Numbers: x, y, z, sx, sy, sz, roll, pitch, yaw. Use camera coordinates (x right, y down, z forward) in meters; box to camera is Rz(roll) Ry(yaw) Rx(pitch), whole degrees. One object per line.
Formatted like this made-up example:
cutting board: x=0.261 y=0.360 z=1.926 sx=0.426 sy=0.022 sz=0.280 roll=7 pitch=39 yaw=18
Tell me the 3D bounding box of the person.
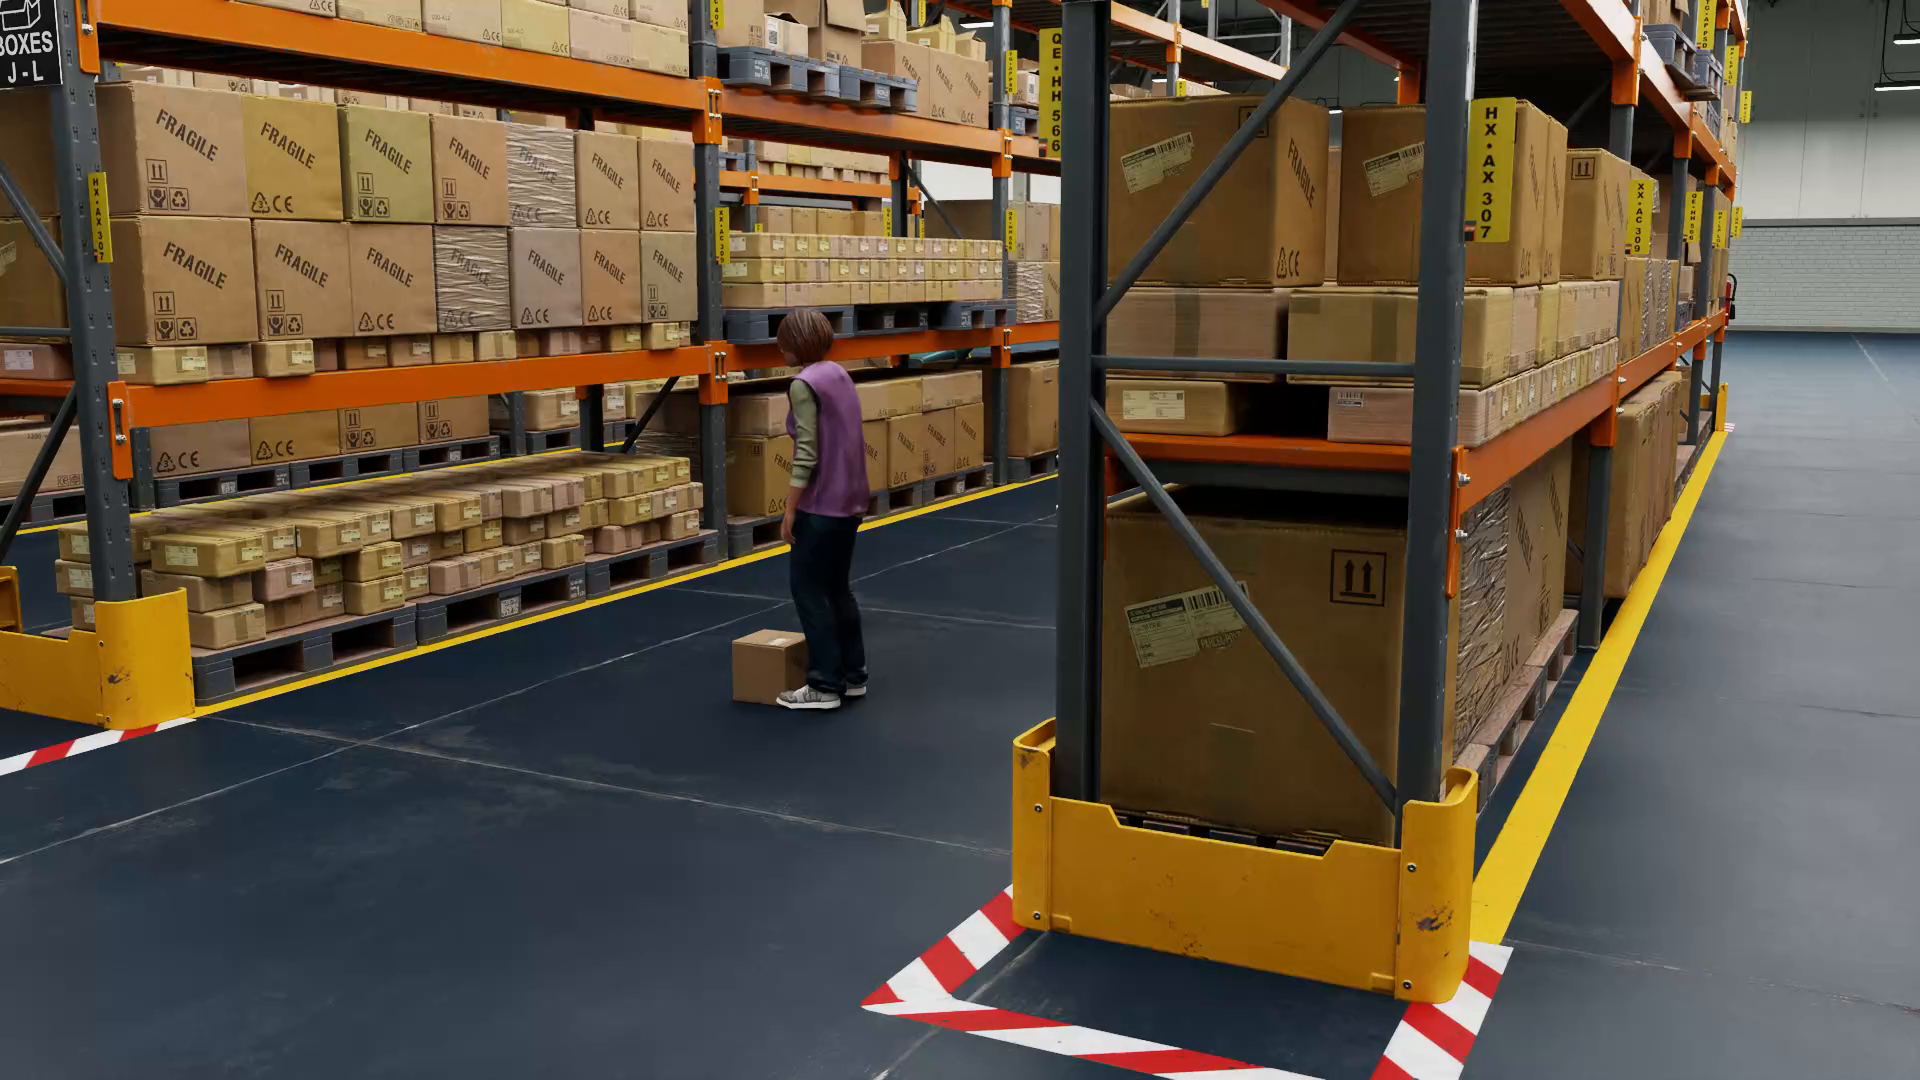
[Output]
person: x=-0.545 y=-0.121 z=6.646 sx=0.342 sy=1.593 sz=0.481 roll=4 pitch=10 yaw=24
